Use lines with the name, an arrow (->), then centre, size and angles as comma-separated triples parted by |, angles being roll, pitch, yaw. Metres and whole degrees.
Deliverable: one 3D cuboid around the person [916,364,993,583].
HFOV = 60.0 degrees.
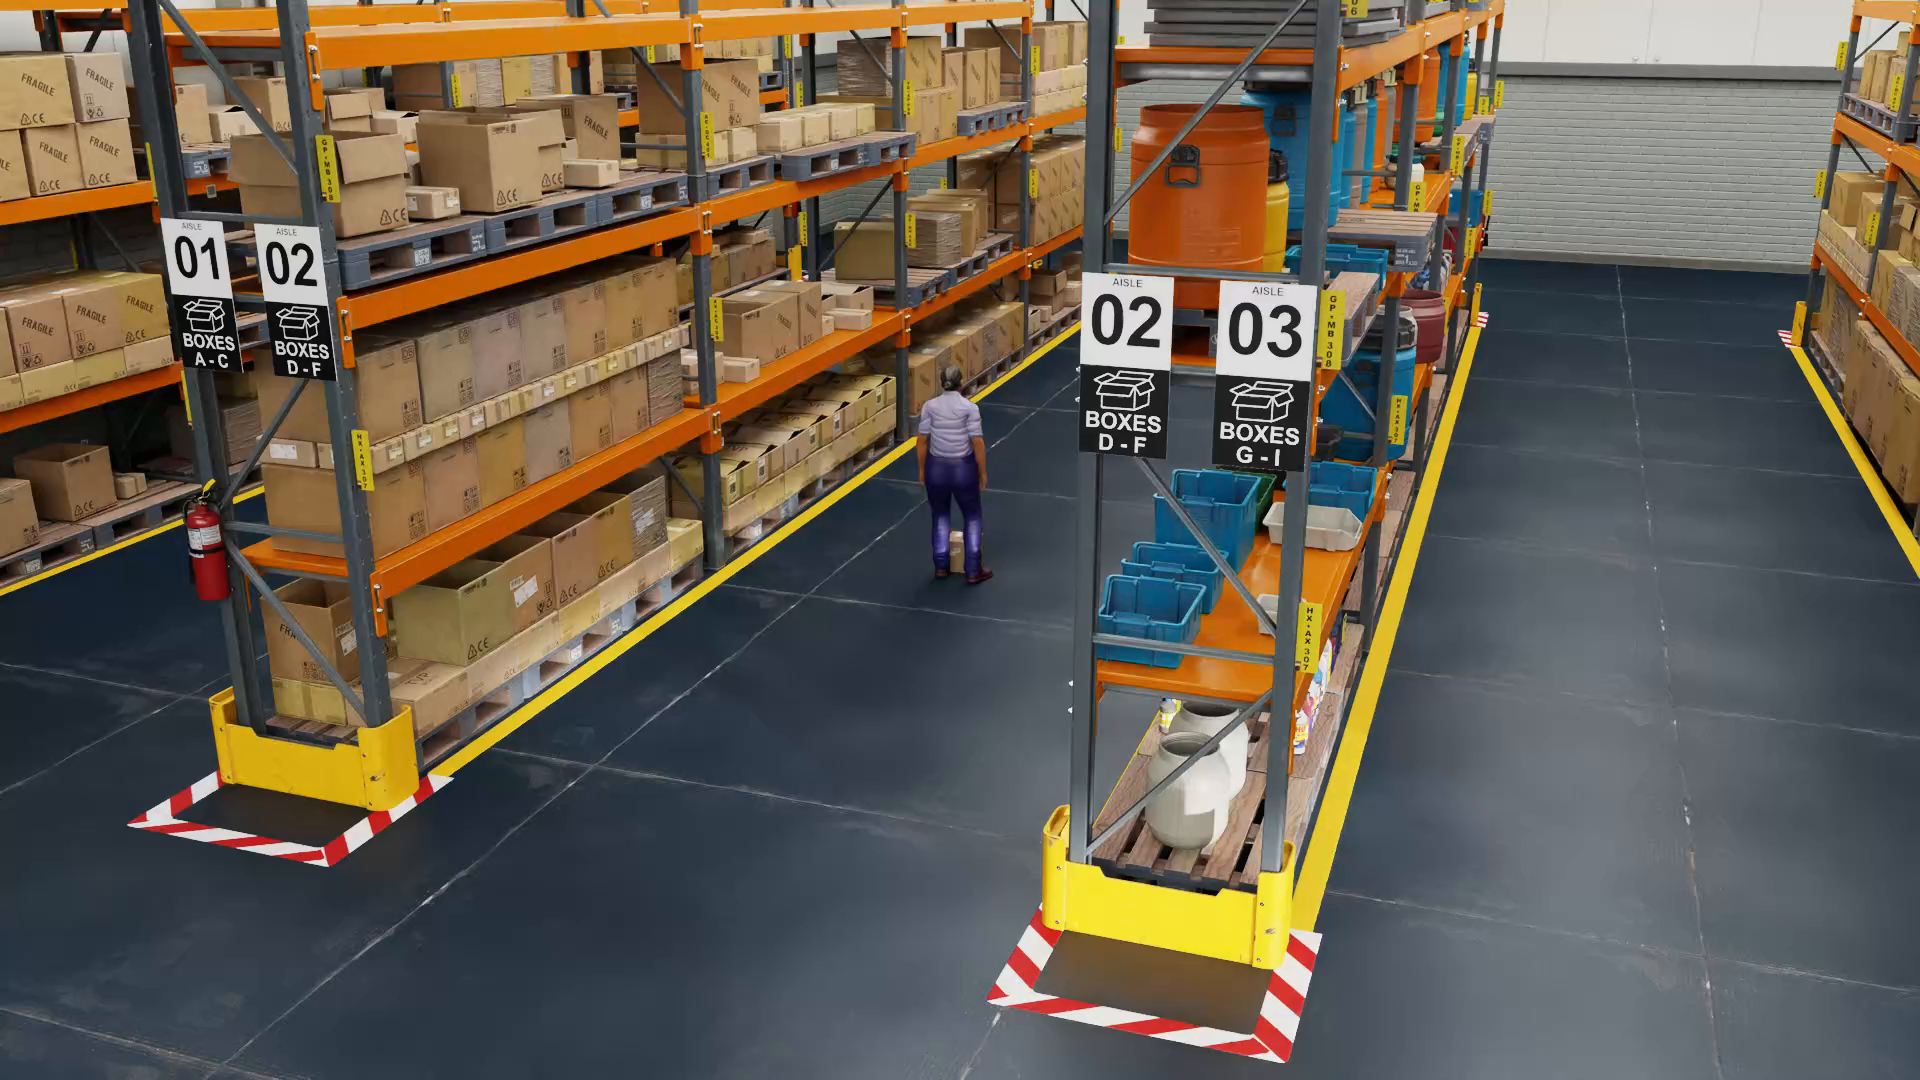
person -> -0.039, -0.496, 12.555 | 0.564, 1.637, 0.424 | 5, 19, 15
